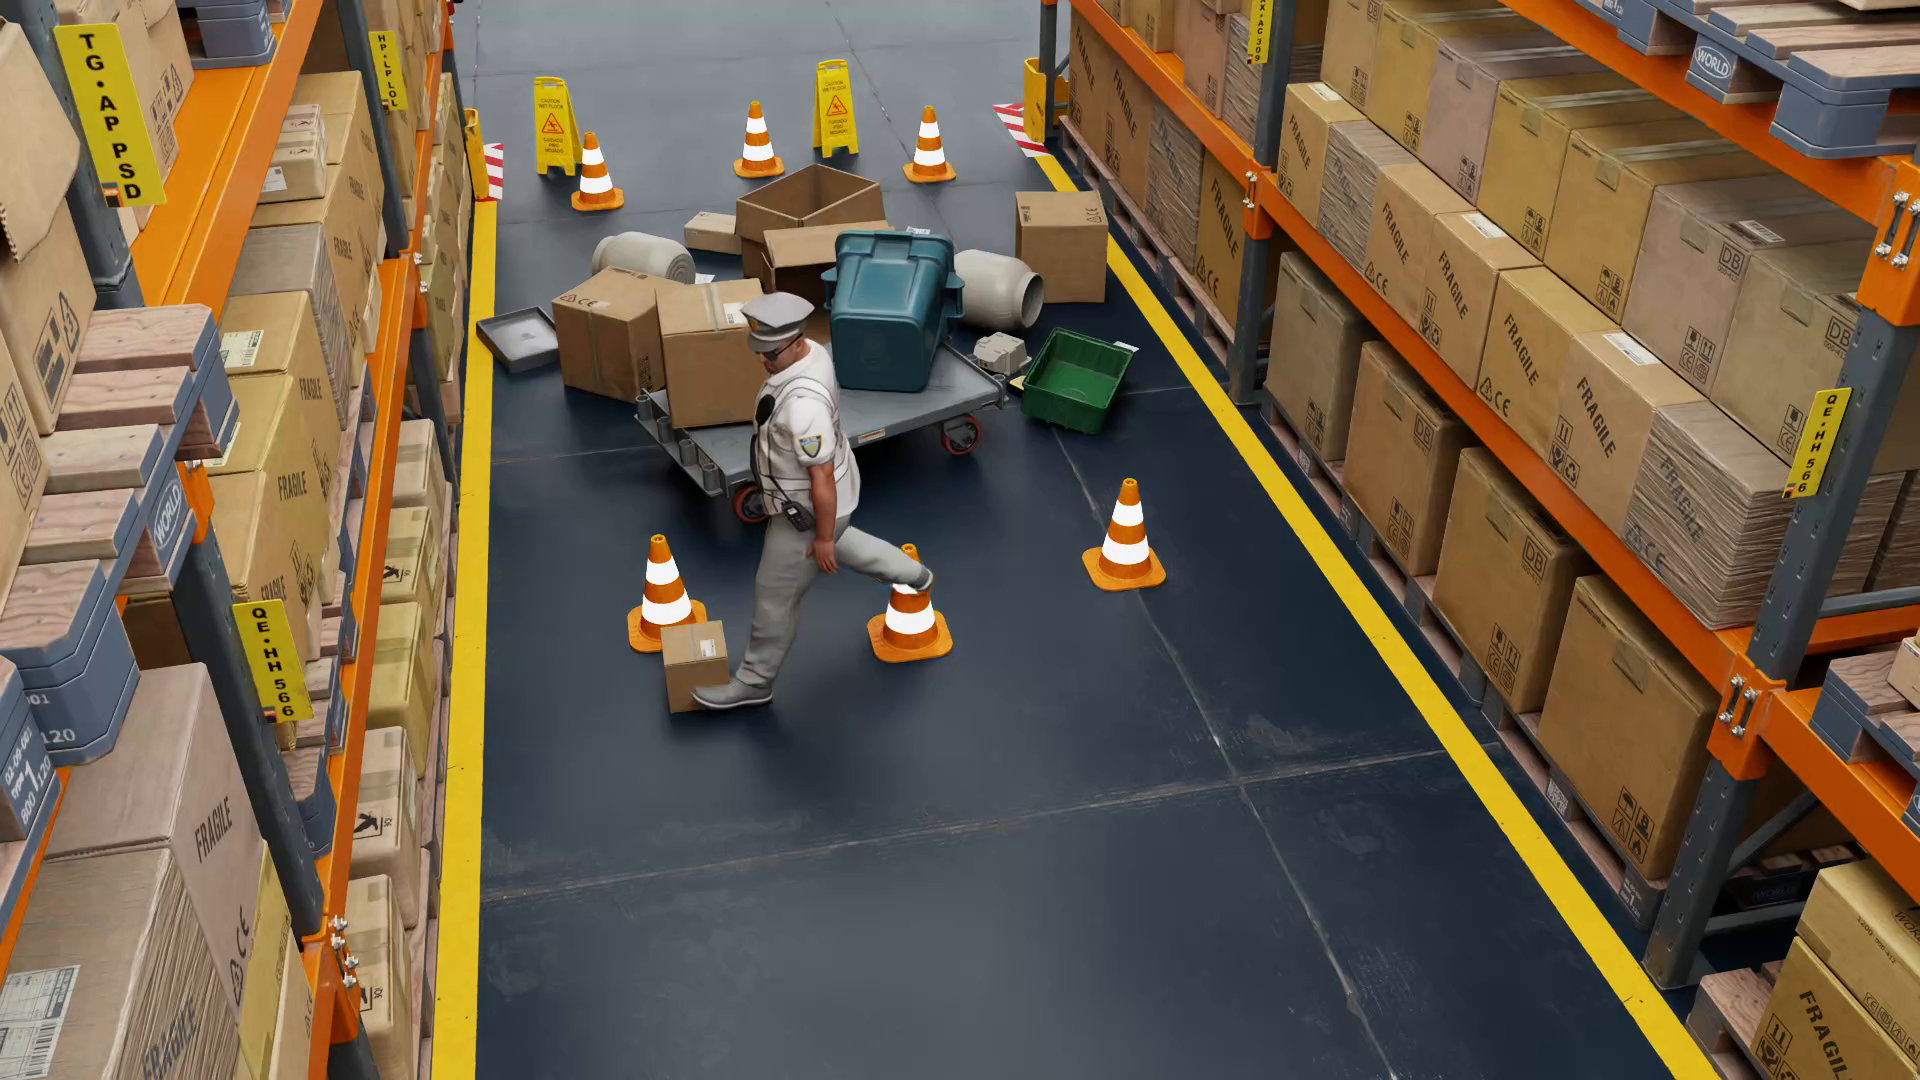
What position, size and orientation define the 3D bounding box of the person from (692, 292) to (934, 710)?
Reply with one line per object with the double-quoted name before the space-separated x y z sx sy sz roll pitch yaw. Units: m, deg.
"person" -0.589 -0.190 6.430 0.957 1.712 0.676 1 34 1
